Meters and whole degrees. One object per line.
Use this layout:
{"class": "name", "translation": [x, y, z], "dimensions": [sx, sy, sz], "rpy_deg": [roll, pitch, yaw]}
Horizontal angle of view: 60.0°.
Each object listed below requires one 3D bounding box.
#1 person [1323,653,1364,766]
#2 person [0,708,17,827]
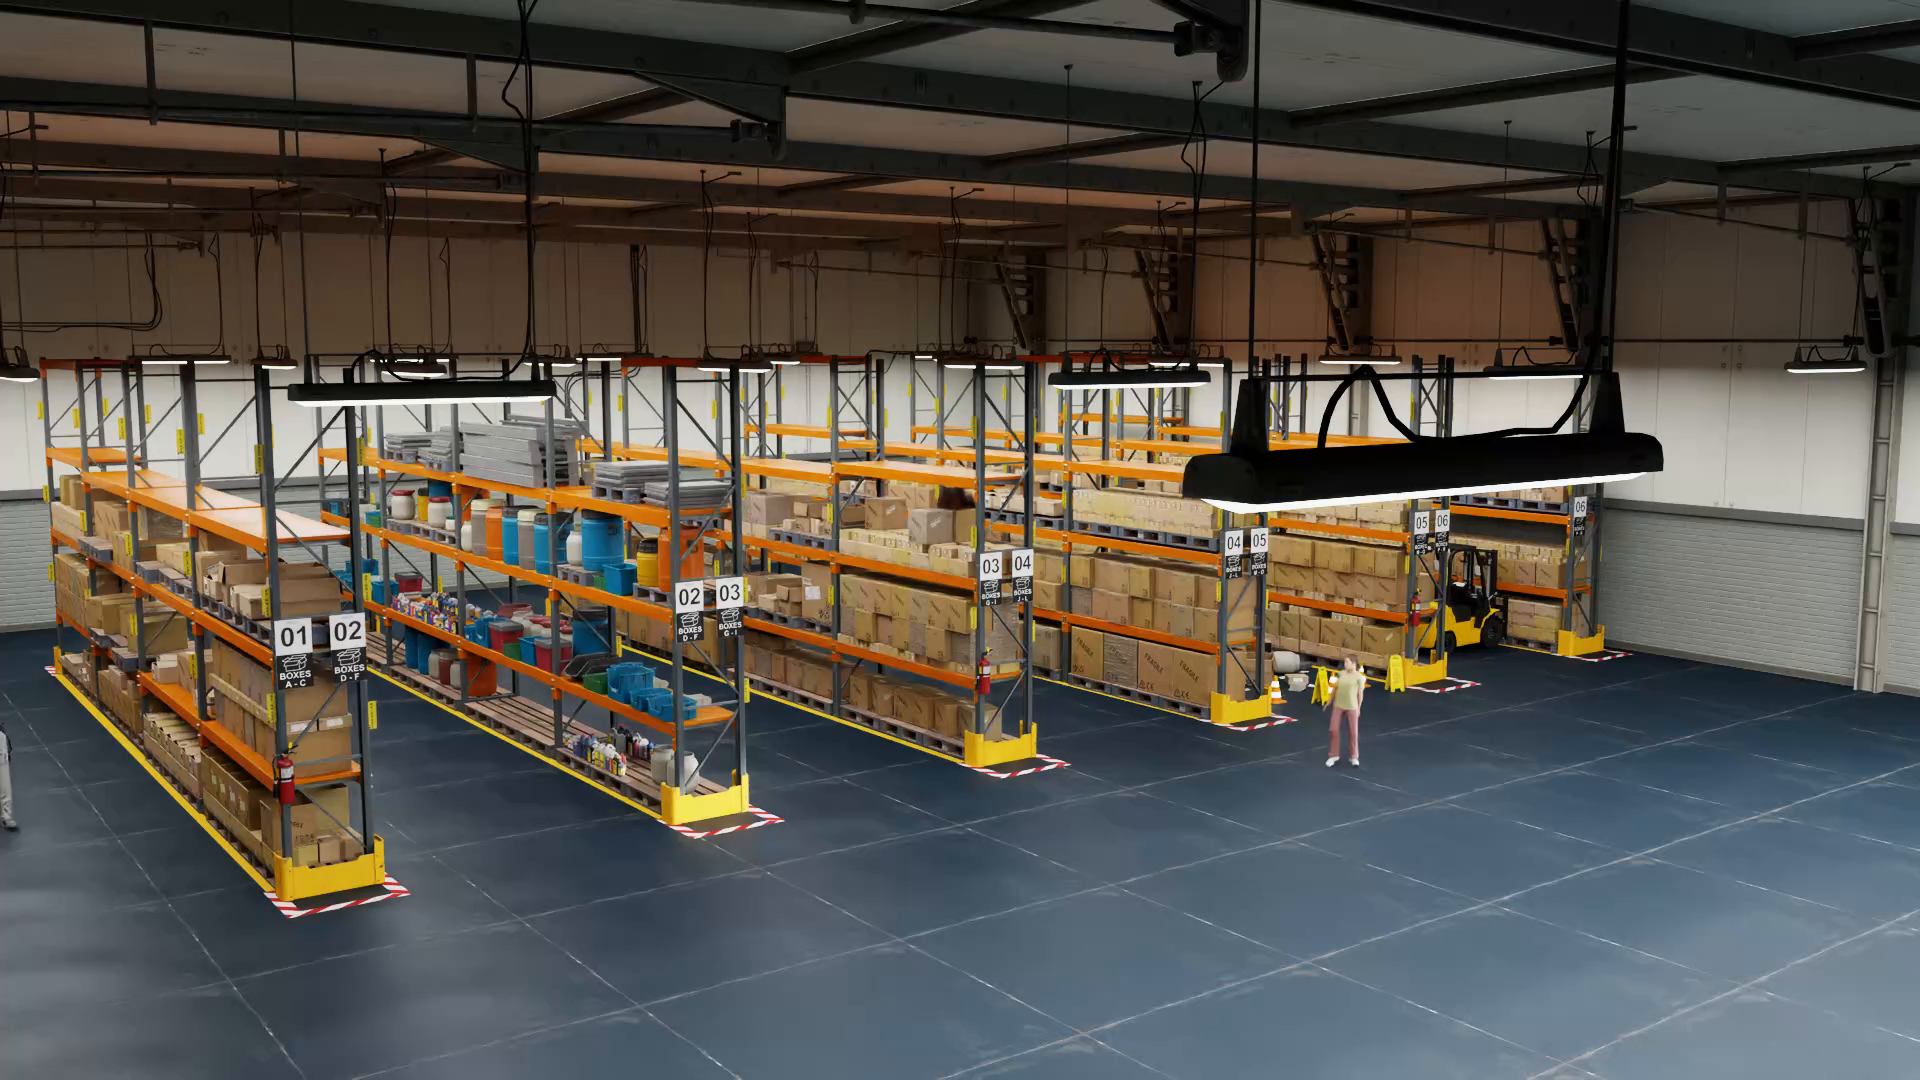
{"class": "person", "translation": [5.720, 2.530, 24.813], "dimensions": [0.595, 1.707, 0.391], "rpy_deg": [3, 8, 25]}
{"class": "person", "translation": [-12.677, 2.927, 21.749], "dimensions": [0.472, 1.622, 0.978], "rpy_deg": [-6, 9, -43]}
